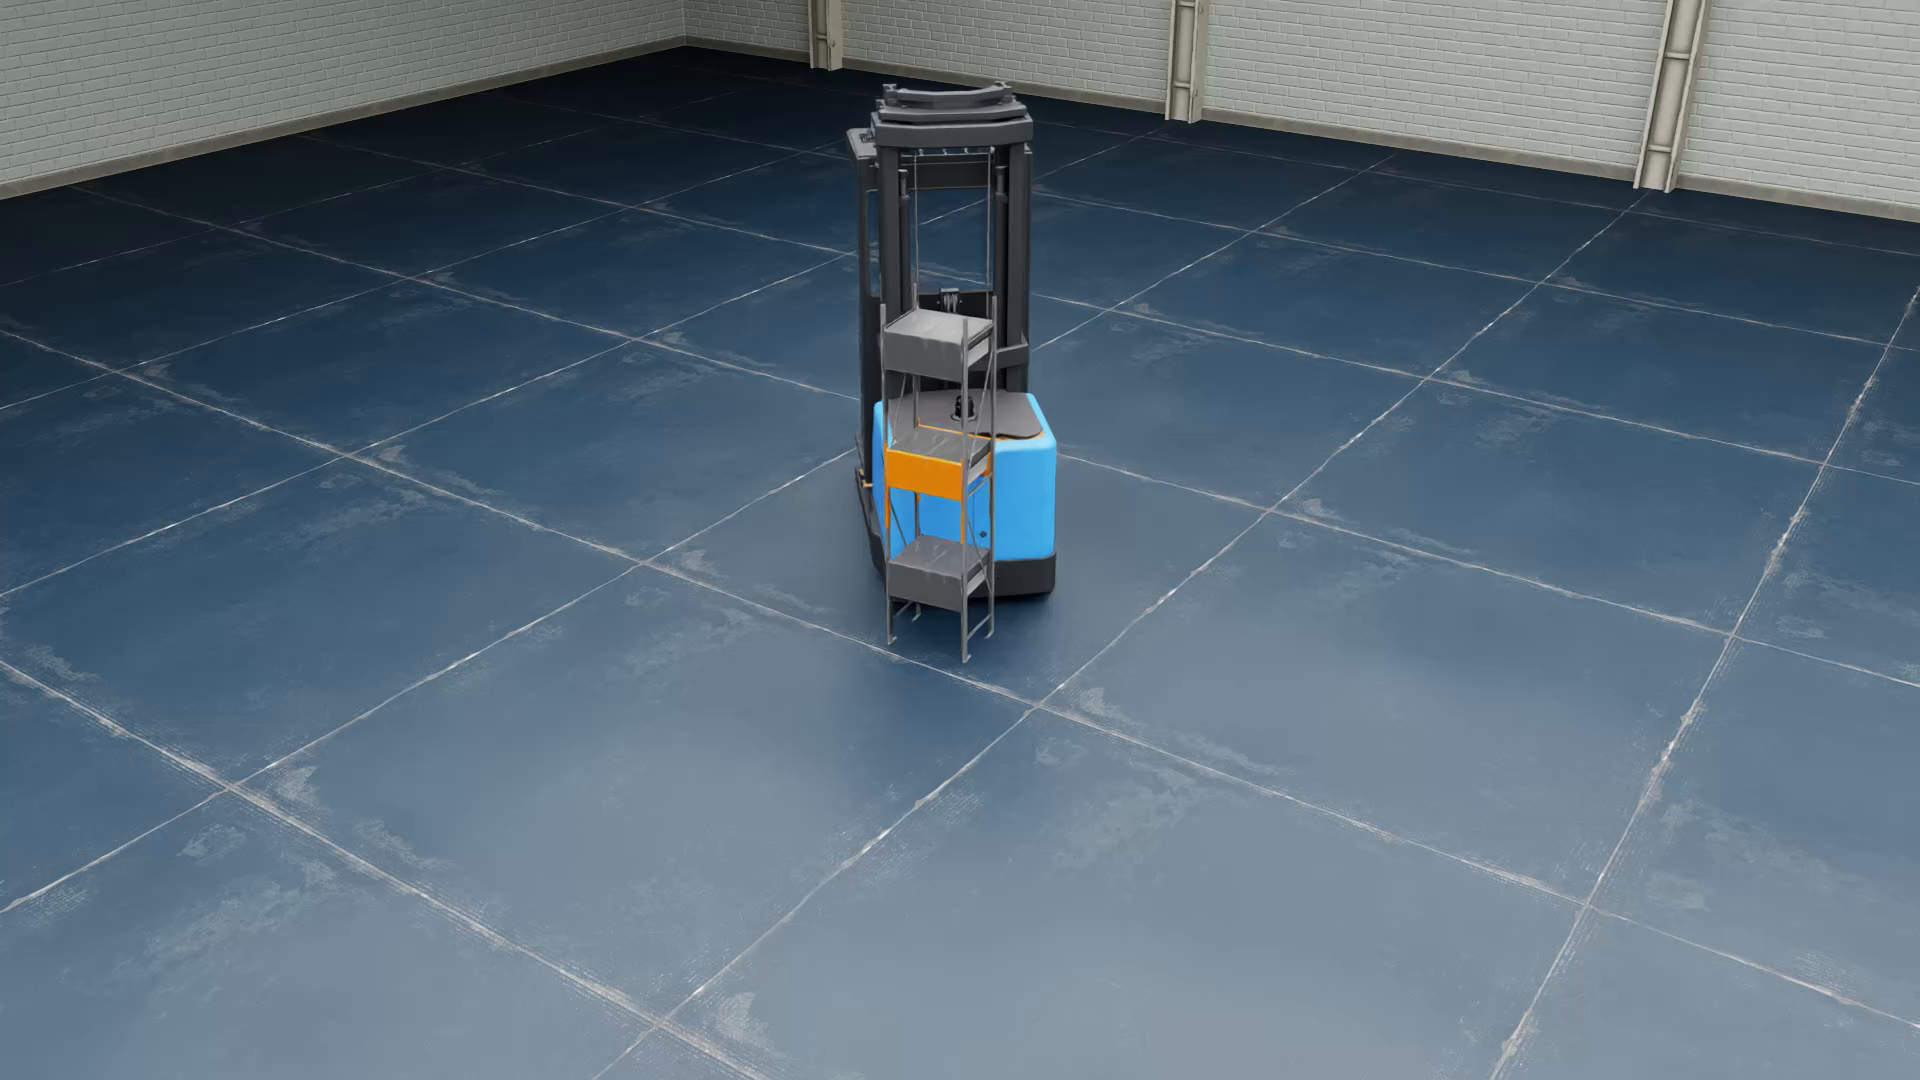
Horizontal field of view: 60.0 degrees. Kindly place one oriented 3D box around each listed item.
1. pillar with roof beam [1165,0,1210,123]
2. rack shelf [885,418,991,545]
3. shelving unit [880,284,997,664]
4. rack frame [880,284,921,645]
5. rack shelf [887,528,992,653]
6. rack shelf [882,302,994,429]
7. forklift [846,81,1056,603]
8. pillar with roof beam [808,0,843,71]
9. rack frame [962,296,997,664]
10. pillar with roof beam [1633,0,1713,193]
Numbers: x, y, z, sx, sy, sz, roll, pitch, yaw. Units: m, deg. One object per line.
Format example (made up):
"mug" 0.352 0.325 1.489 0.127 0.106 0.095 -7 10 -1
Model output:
"pillar with roof beam" 0.508 -7.950 16.724 0.400 9.000 9.100 17 32 30
"rack shelf" -0.112 -0.336 9.400 0.480 0.518 0.431 12 29 23
"shelving unit" -0.112 -0.348 9.393 0.503 2.100 0.431 12 29 23
"rack frame" -0.332 -0.396 9.488 0.015 2.100 0.400 12 29 23
"rack shelf" -0.112 0.288 9.717 0.480 0.518 0.431 12 29 23
"rack shelf" -0.112 -0.960 9.082 0.480 0.518 0.431 12 29 23
"forklift" -0.136 -1.568 10.874 1.130 2.935 3.031 -4 27 -7
"pillar with roof beam" -4.437 -9.491 19.752 0.400 9.000 9.100 17 32 30
"rack frame" 0.107 -0.300 9.299 0.015 2.100 0.400 12 29 23
"pillar with roof beam" 5.454 -6.409 13.697 0.400 9.000 9.100 17 32 30
